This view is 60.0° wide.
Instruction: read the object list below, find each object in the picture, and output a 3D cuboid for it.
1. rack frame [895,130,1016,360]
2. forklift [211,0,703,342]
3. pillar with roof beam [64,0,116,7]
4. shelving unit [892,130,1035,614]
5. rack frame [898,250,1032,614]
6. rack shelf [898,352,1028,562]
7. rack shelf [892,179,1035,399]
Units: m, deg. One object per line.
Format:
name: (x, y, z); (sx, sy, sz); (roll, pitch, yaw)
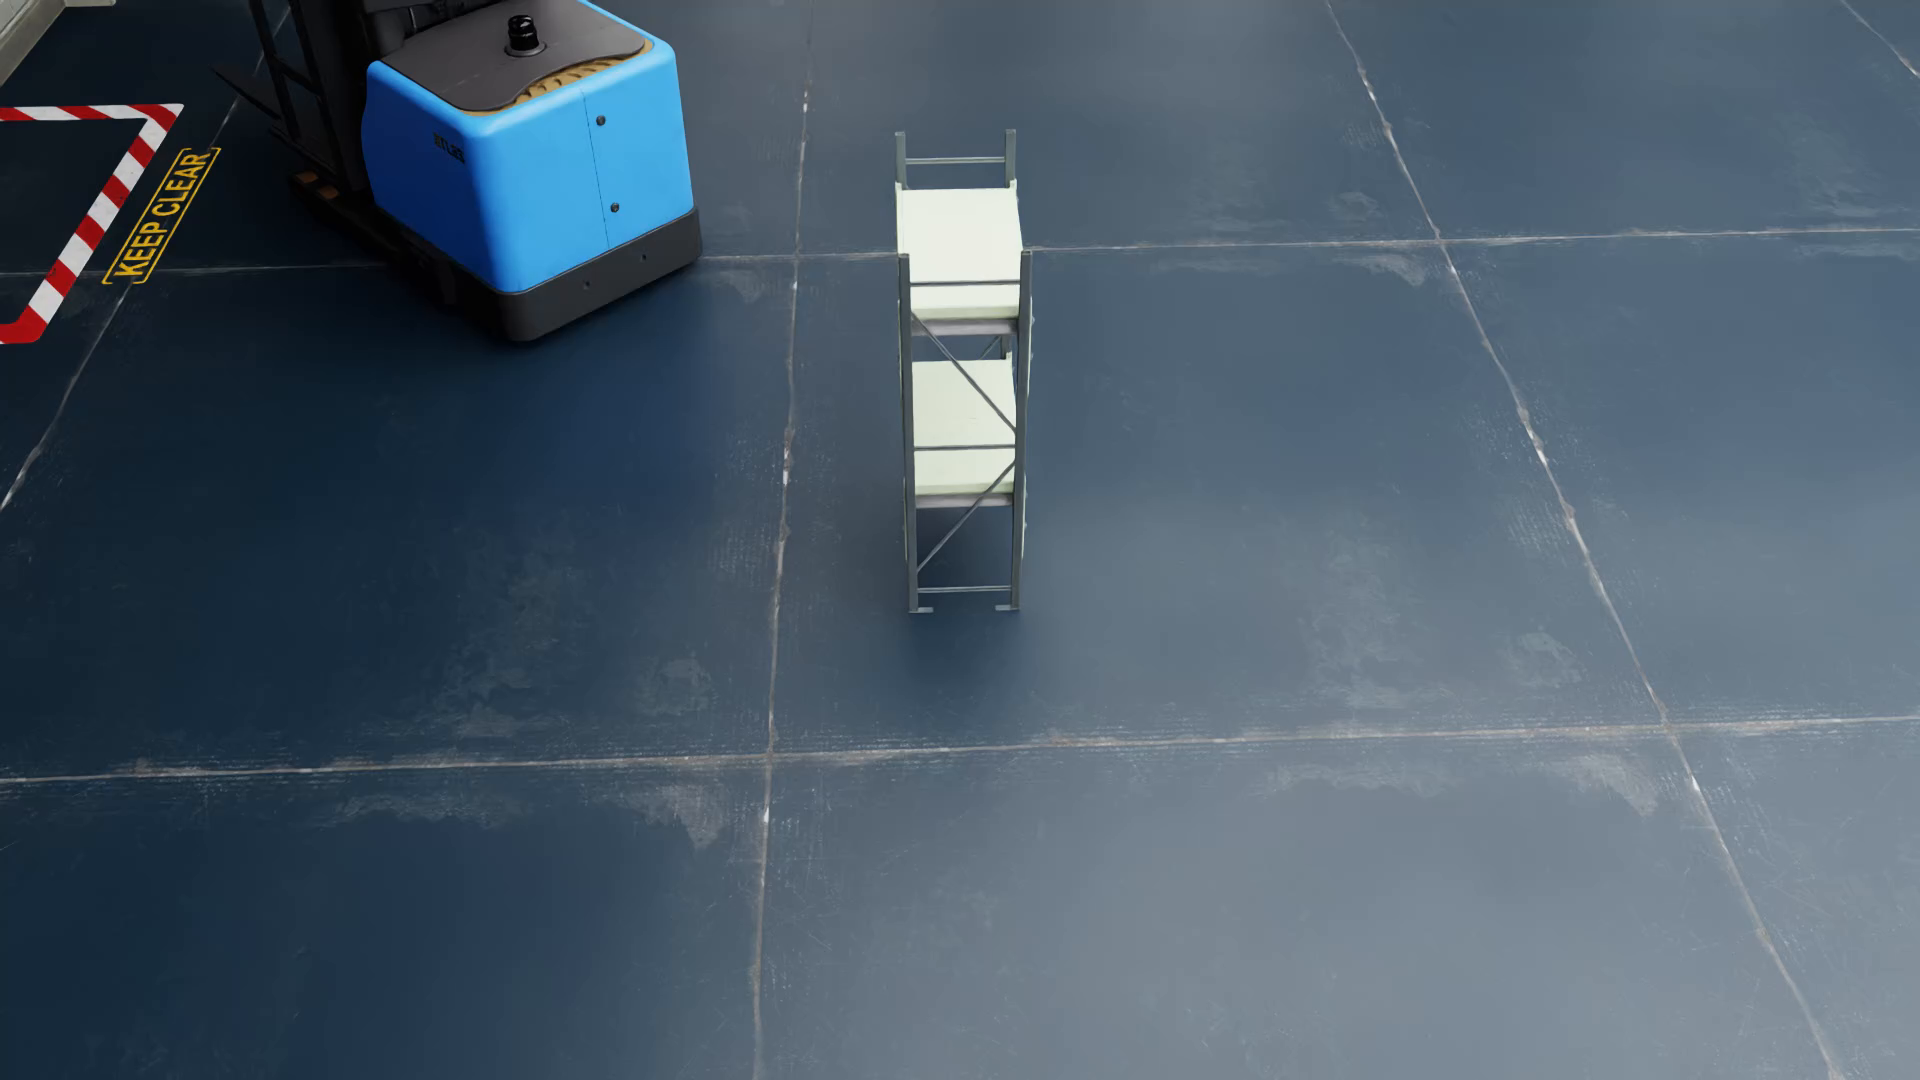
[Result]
rack frame: (-0.015, -0.795, 6.008); (0.400, 1.500, 0.023); (-2, 43, -2)
forklift: (-2.570, -2.813, 7.150); (3.031, 2.935, 1.130); (34, 52, 31)
pillar with roof beam: (-0.761, -6.662, 6.859); (9.100, 9.000, 0.400); (-2, 43, -2)
shelving unit: (0.000, -0.548, 5.738); (0.431, 1.500, 0.755); (-2, 43, -2)
rack frame: (0.016, -0.301, 5.469); (0.400, 1.500, 0.023); (-2, 43, -2)
rack shelf: (0.000, -0.308, 5.959); (0.431, 0.370, 0.720); (-2, 43, -2)
rack shelf: (0.000, -0.836, 5.475); (0.431, 0.370, 0.720); (-2, 43, -2)
